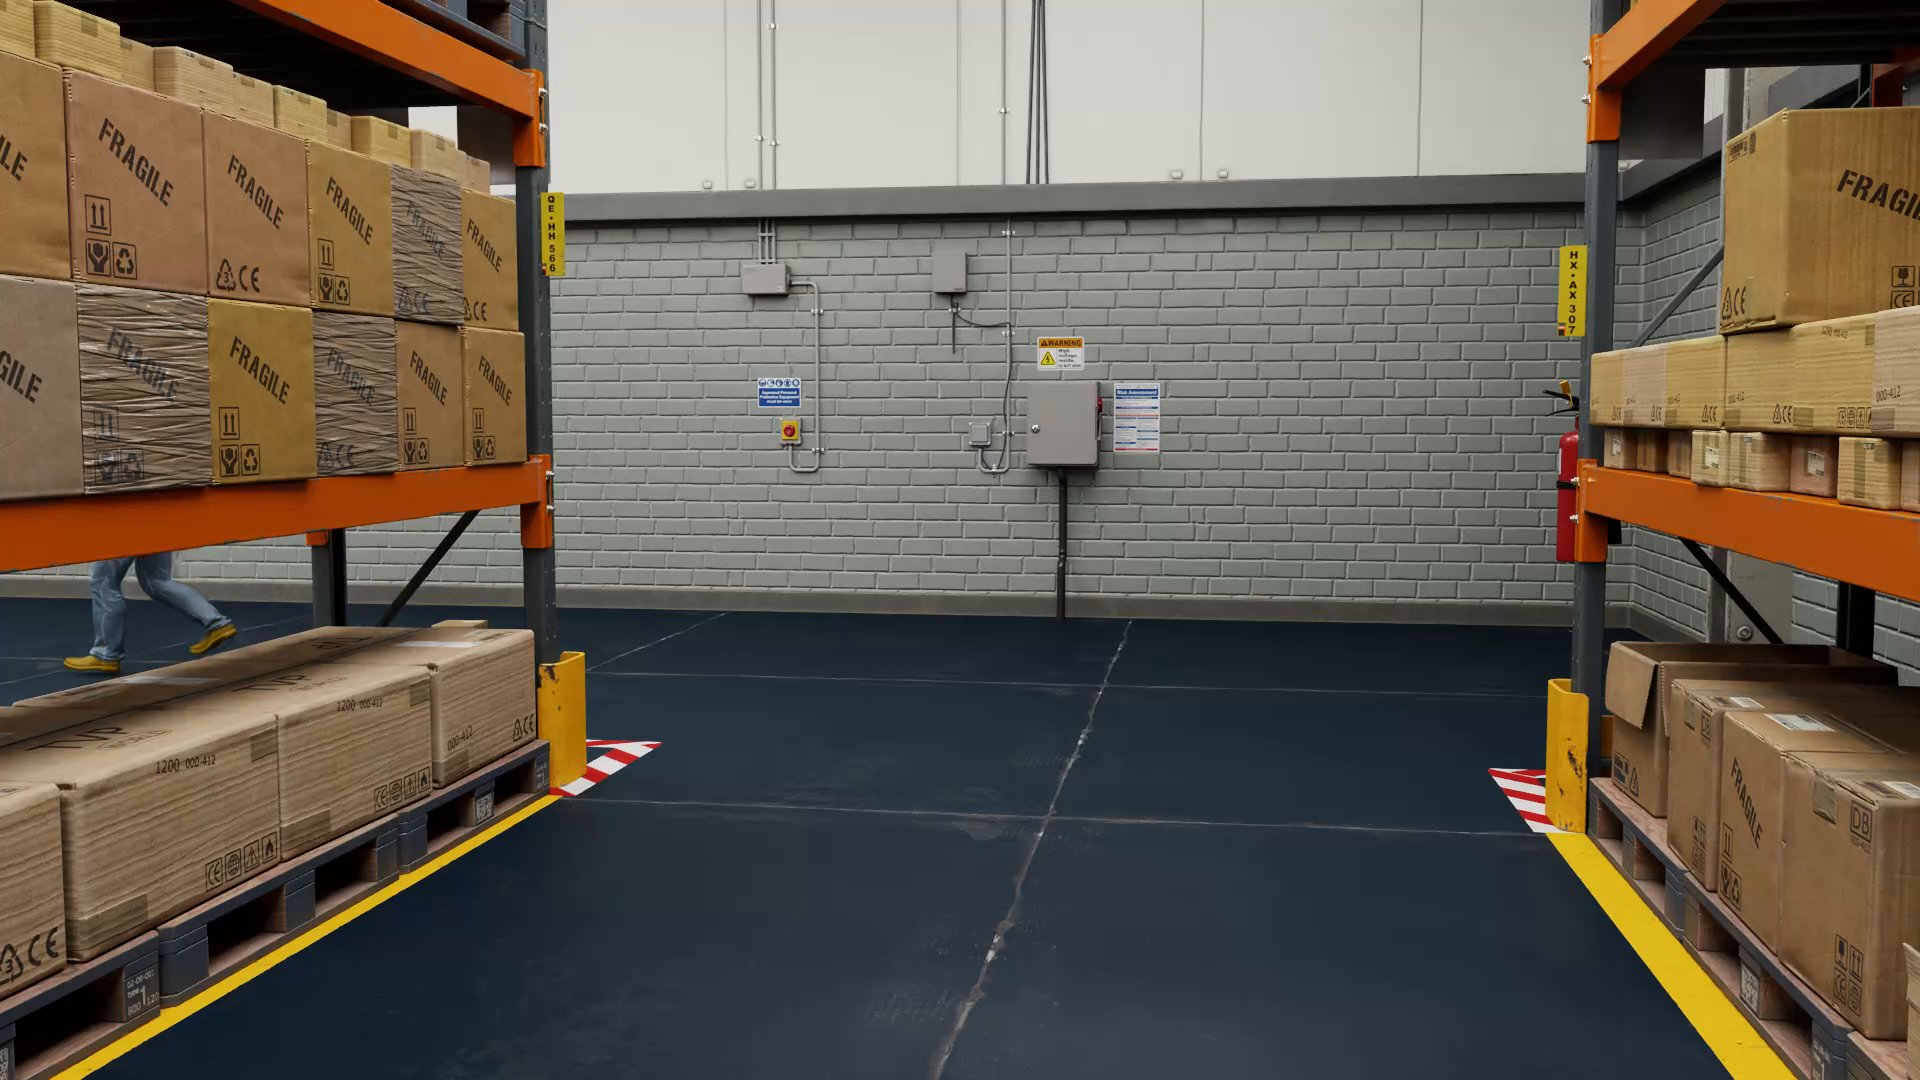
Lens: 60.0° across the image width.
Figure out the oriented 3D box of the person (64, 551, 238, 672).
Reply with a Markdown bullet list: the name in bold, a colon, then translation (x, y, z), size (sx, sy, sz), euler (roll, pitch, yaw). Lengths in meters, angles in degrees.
- **person**: translation (-4.650, -0.122, 9.508), size (0.917, 1.738, 0.567), euler (0, 4, 1)
